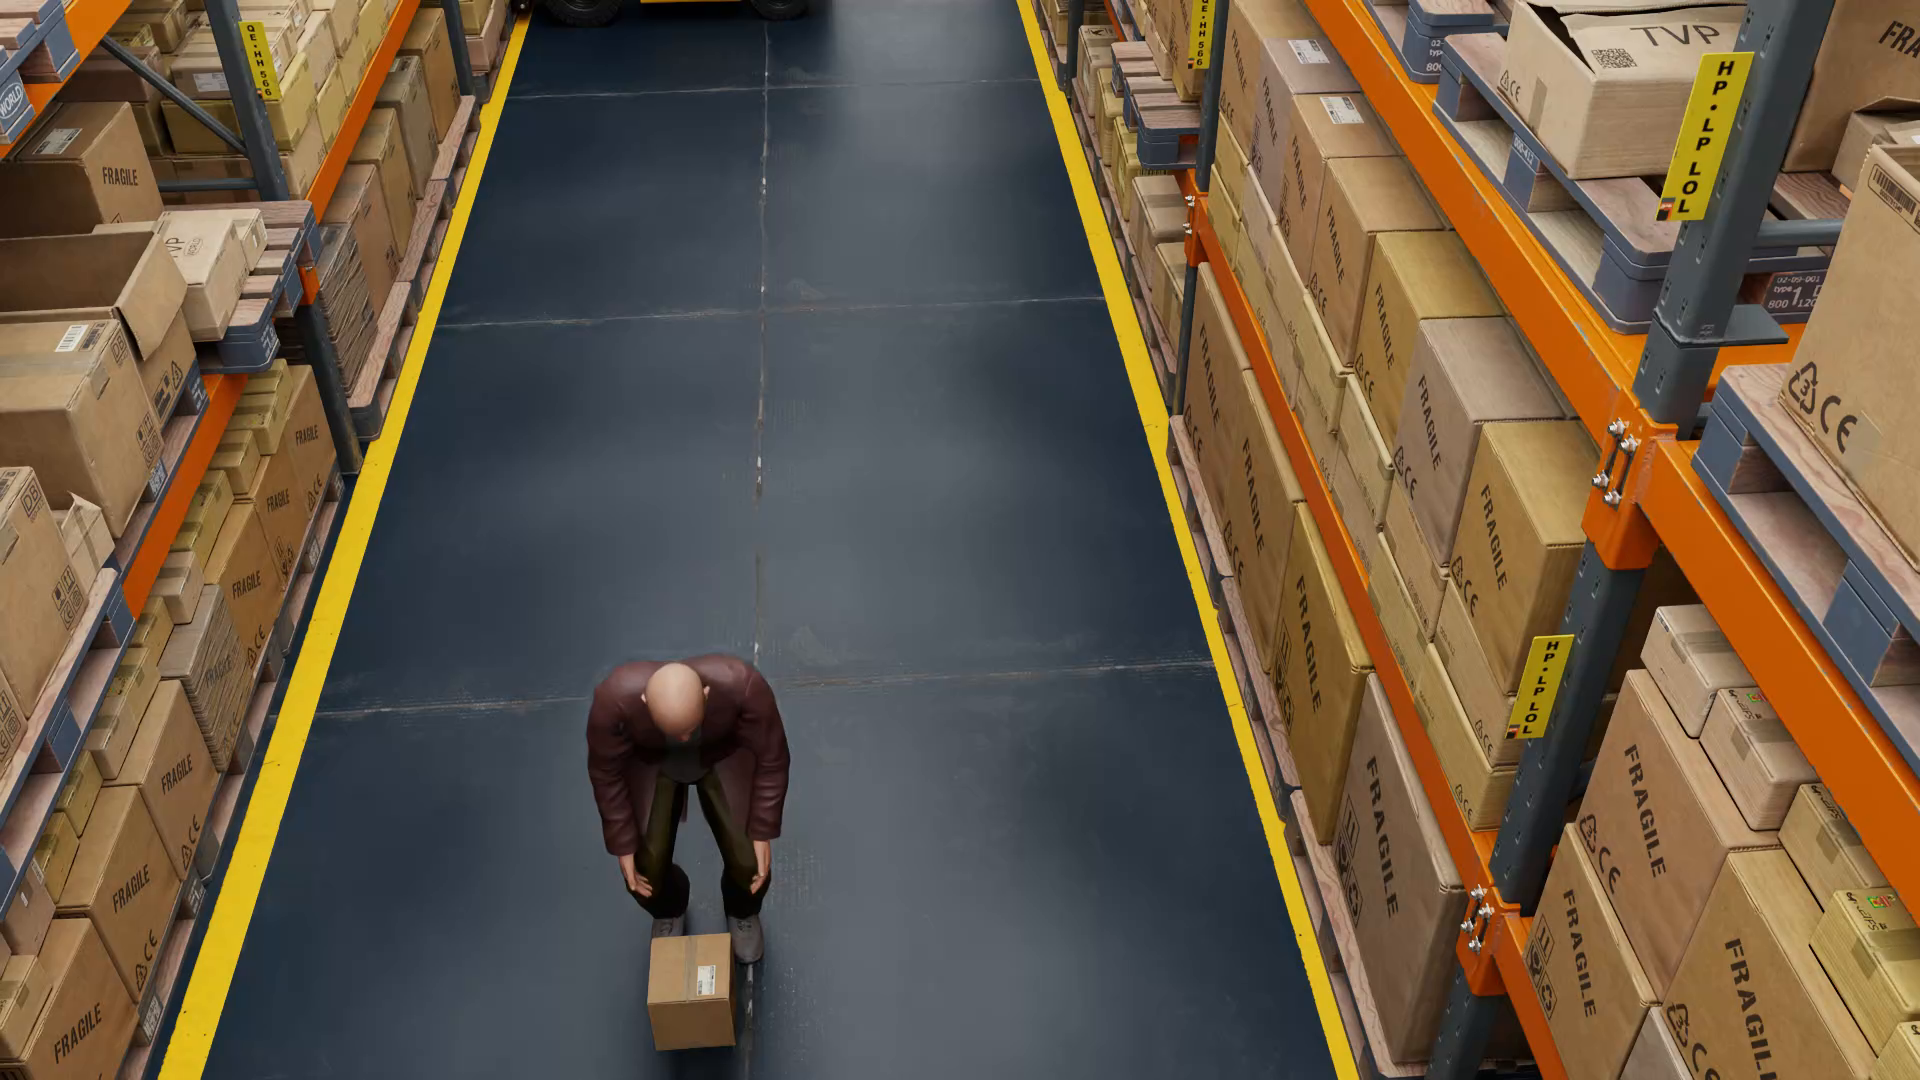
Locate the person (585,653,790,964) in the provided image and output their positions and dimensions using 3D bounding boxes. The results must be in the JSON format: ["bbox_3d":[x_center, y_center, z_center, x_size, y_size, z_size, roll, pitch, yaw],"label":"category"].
[{"bbox_3d":[-0.853,0.813,5.394,0.629,1.476,0.680,-3,39,-4],"label":"person"}]
